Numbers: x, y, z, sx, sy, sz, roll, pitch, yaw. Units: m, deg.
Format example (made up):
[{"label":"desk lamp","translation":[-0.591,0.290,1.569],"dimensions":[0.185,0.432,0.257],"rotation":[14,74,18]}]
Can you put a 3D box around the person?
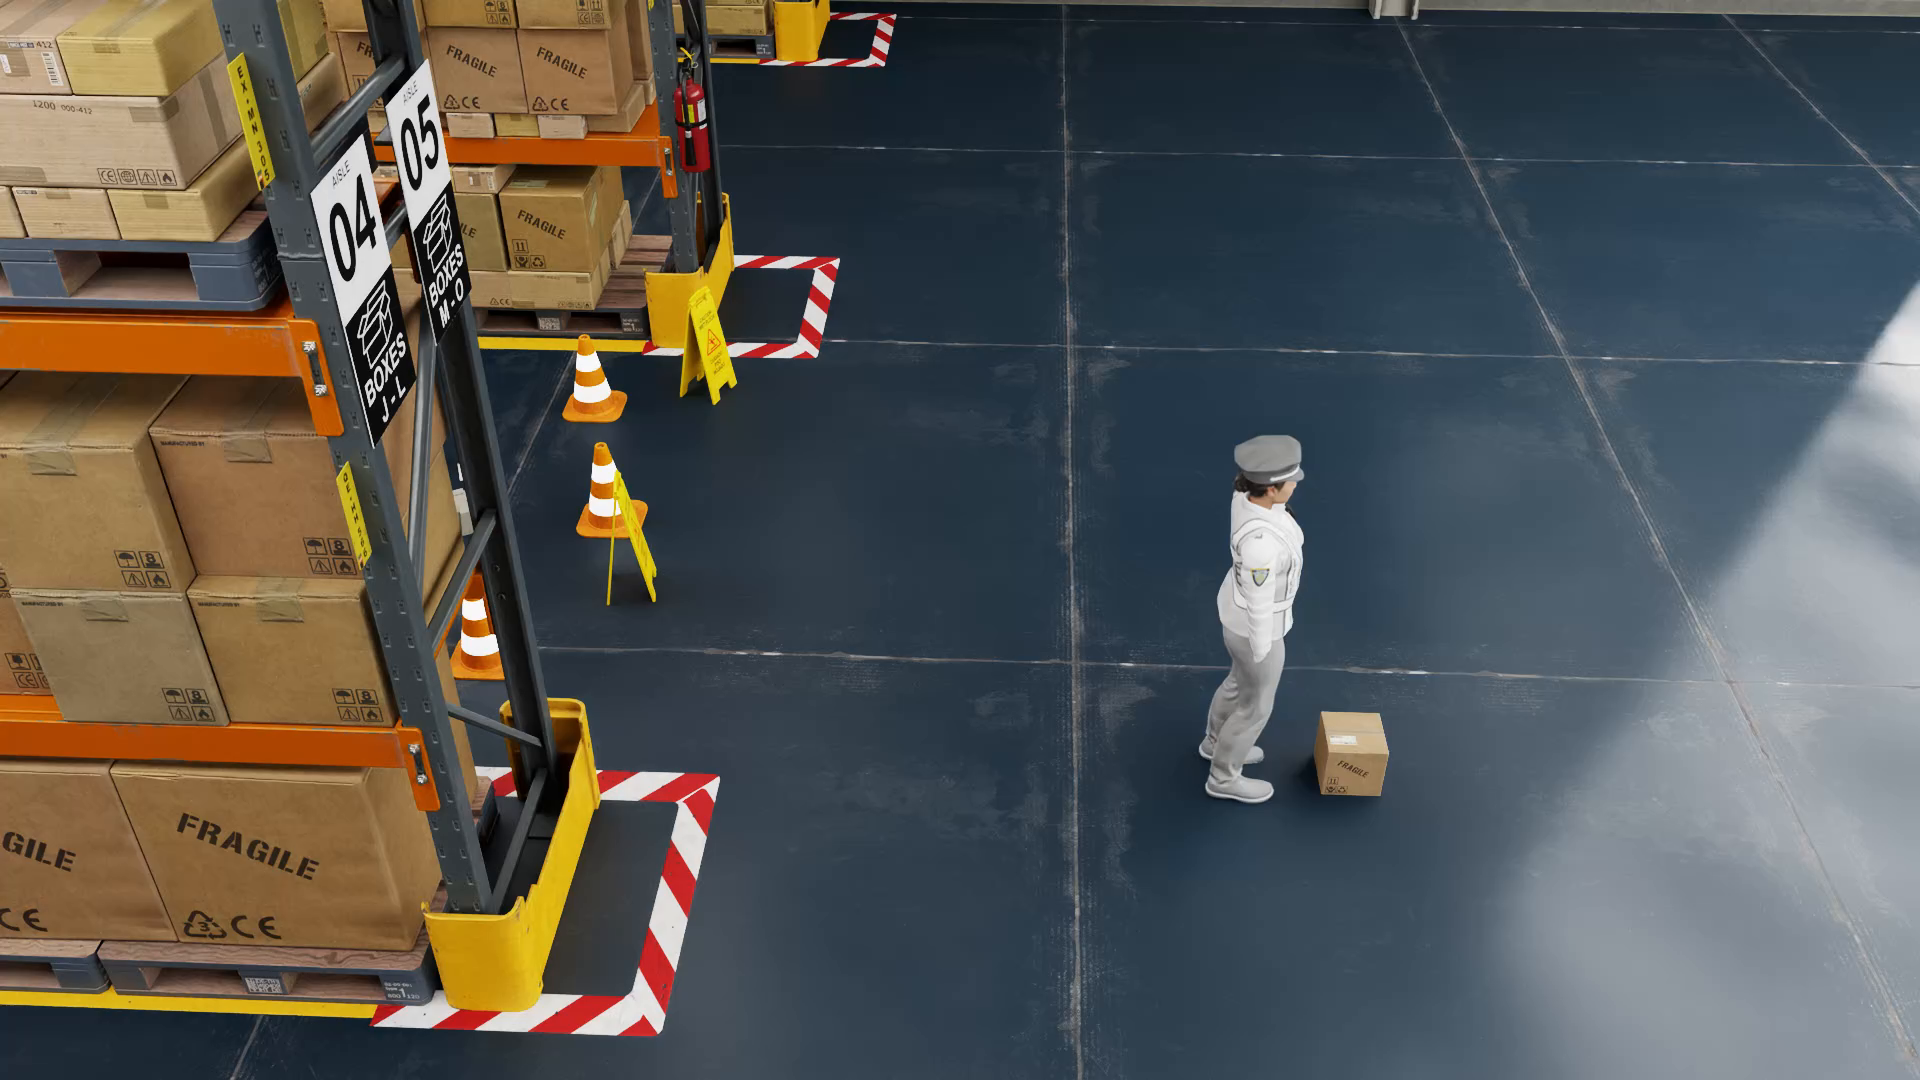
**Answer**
[{"label":"person","translation":[1.190,0.331,6.667],"dimensions":[0.329,1.680,0.449],"rotation":[2,36,3]}]
